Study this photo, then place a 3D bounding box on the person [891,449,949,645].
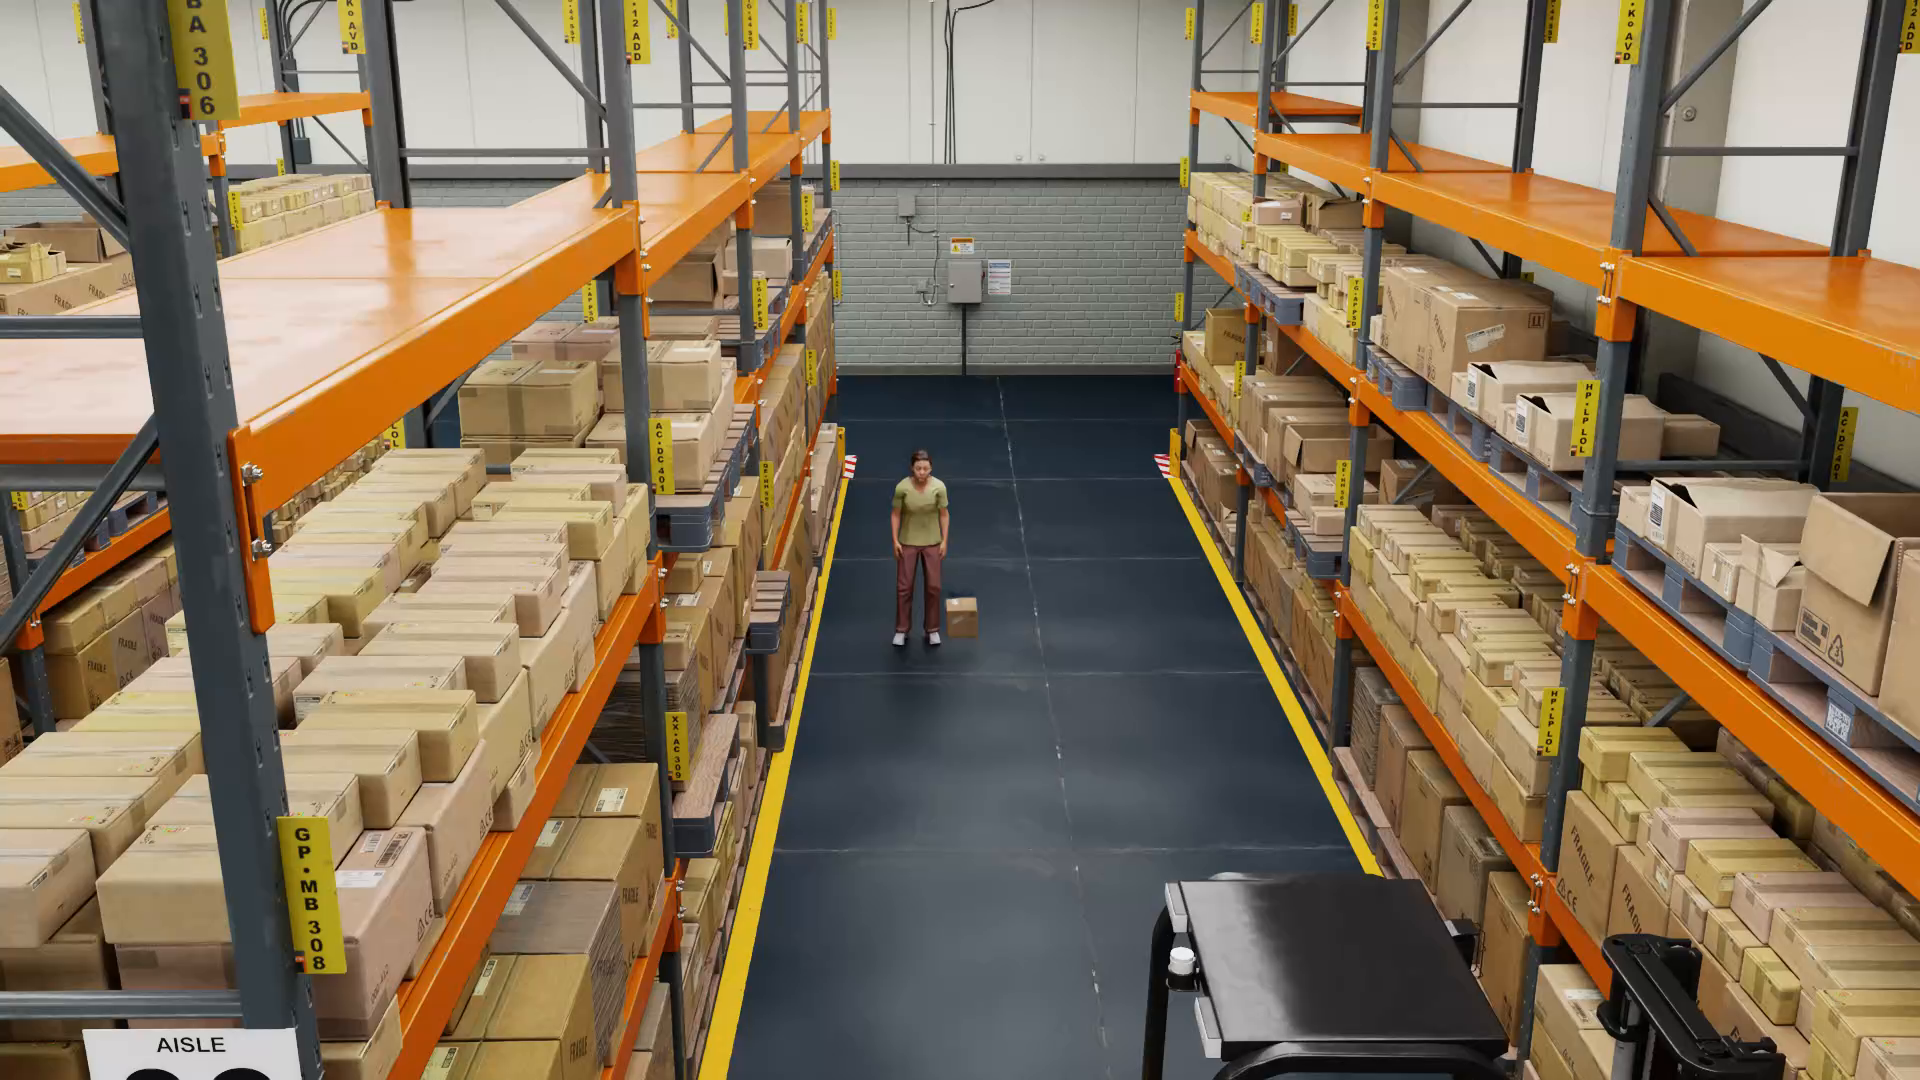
[{"bbox_3d":[-0.331,0.048,13.892,0.488,1.674,0.357,-1,17,-3],"label":"person"}]
